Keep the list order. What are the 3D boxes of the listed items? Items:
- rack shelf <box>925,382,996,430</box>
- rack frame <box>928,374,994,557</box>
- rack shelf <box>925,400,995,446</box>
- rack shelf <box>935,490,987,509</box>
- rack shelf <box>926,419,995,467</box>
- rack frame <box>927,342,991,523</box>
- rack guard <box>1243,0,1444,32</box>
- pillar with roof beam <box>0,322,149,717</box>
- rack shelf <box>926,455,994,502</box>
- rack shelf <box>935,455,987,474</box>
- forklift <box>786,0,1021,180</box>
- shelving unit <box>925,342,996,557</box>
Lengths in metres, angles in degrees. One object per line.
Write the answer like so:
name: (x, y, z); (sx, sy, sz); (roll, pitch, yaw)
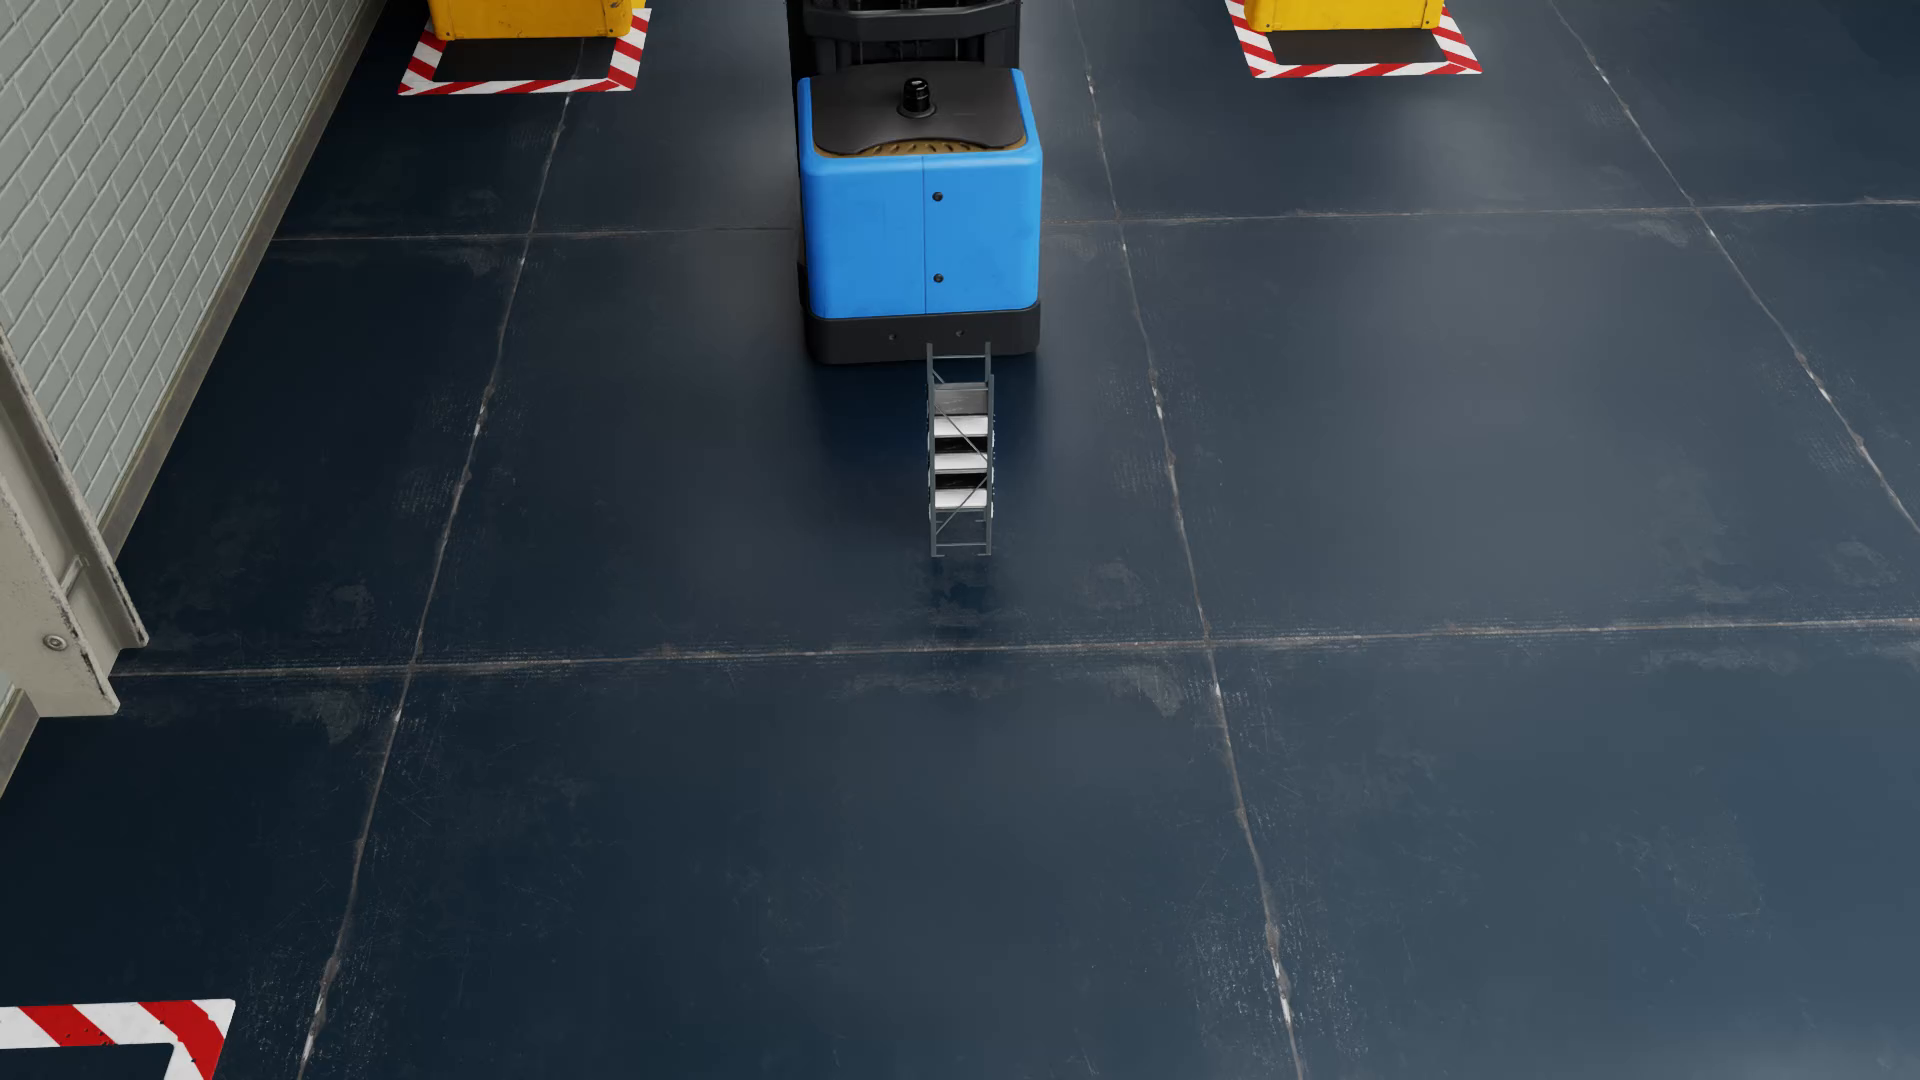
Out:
rack shelf: (0.000, -0.512, 6.292); (0.258, 0.077, 0.200); (-2, 43, -2)
rack frame: (0.004, -0.269, 6.377); (0.240, 0.900, 0.006); (-2, 43, -2)
rack shelf: (0.000, -0.445, 6.353); (0.258, 0.077, 0.200); (-2, 43, -2)
rack shelf: (0.000, -0.195, 6.582); (0.221, 0.026, 0.190); (-2, 43, -2)
rack shelf: (0.000, -0.379, 6.414); (0.258, 0.077, 0.200); (-2, 43, -2)
rack frame: (-0.005, -0.406, 6.527); (0.240, 0.900, 0.006); (-2, 43, -2)
rack guard: (2.351, -3.410, 10.100); (1.175, 0.500, 0.348); (-2, 43, -2)
pillar with roof beam: (1.063, -2.935, 3.292); (9.100, 9.000, 0.400); (-2, 43, -2)
rack shelf: (0.000, -0.246, 6.535); (0.258, 0.077, 0.200); (-2, 43, -2)
rack shelf: (0.000, -0.328, 6.461); (0.221, 0.026, 0.190); (-2, 43, -2)
forklift: (-0.275, -2.865, 7.707); (1.110, 2.935, 3.031); (-3, 43, -4)
shelving unit: (0.000, -0.337, 6.452); (0.258, 0.900, 0.210); (-2, 43, -2)
